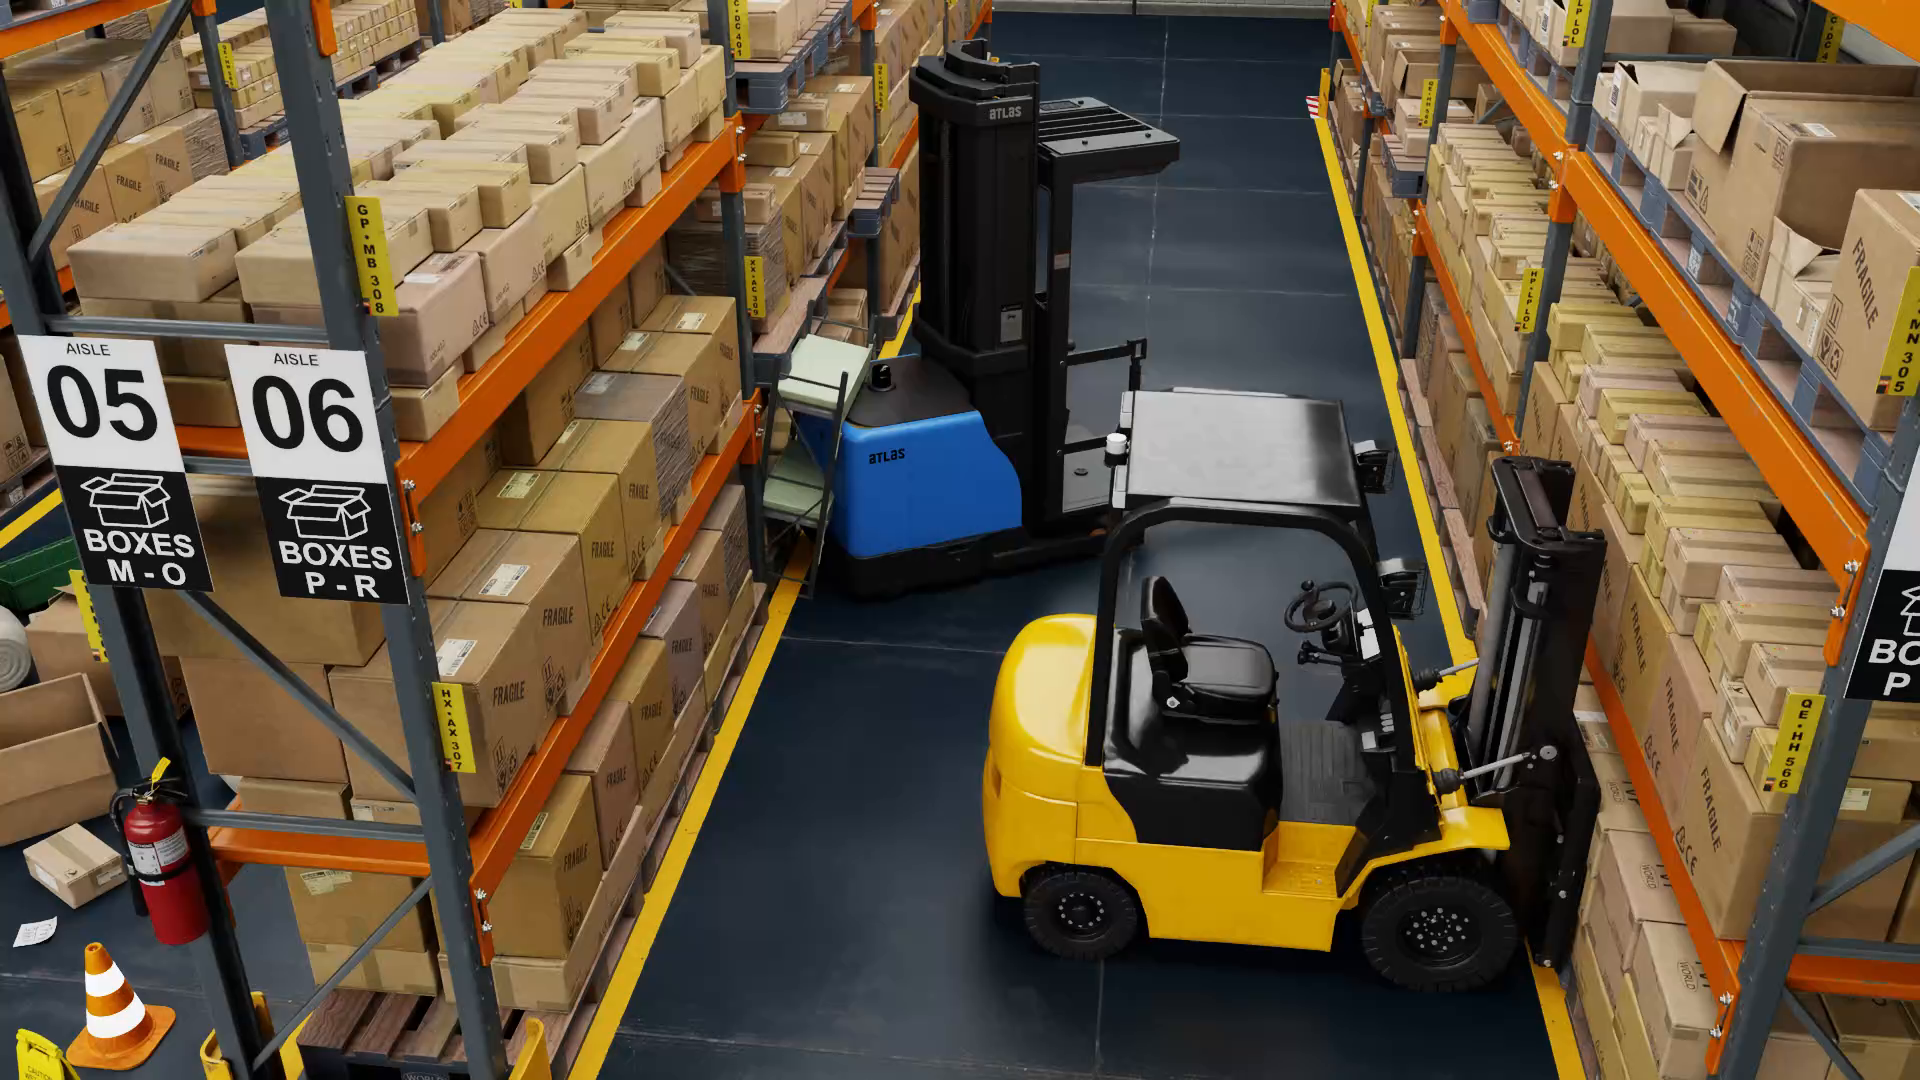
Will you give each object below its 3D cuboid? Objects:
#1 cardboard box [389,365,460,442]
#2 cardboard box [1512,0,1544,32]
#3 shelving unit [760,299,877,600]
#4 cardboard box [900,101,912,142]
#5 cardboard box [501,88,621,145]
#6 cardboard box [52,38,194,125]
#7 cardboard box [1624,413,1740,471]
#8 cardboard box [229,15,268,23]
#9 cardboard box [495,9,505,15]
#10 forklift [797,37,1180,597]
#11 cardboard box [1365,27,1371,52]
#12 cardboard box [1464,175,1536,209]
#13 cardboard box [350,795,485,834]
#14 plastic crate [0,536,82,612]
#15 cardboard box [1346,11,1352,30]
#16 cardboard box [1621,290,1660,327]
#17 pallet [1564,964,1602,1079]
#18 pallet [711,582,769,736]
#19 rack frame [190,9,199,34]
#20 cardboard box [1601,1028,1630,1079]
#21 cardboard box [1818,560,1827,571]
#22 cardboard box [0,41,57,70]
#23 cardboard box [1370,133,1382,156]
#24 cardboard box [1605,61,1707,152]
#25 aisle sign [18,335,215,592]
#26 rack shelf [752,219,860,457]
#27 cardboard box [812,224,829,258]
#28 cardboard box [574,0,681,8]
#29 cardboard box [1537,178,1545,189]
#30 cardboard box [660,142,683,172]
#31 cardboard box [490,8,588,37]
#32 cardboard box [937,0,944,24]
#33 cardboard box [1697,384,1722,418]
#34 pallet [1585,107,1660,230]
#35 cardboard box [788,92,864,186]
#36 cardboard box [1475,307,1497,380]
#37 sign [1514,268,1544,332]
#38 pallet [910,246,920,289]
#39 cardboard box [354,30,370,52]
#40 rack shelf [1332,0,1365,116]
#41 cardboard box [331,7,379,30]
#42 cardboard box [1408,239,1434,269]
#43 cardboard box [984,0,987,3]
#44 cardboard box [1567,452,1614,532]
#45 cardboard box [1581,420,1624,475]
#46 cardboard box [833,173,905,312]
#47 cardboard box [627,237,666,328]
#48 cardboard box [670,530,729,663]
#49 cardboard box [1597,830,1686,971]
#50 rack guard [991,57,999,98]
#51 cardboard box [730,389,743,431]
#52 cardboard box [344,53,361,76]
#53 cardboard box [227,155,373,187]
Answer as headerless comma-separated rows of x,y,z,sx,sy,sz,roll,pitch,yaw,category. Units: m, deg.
-1.731,-0.420,4.969,0.380,0.149,0.250,3,28,6,cardboard box
3.264,-2.895,8.845,0.500,0.311,0.500,2,28,4,cardboard box
-0.855,-0.509,9.520,0.431,1.500,0.755,14,33,2,shelving unit
-0.688,-3.477,13.700,0.500,0.250,0.500,4,29,8,cardboard box
-1.521,-1.619,6.355,0.380,0.149,0.250,4,29,7,cardboard box
-6.103,-3.352,12.150,0.700,0.500,0.500,3,28,6,cardboard box
2.911,-0.386,6.700,0.380,0.149,0.250,3,28,6,cardboard box
-6.211,-4.530,14.691,0.380,0.149,0.250,4,29,8,cardboard box
-5.076,-5.588,17.724,0.380,0.149,0.250,5,29,8,cardboard box
0.573,-1.408,9.773,3.031,2.935,1.130,-12,30,-20,forklift
4.124,-4.753,15.755,0.500,0.250,0.500,4,29,7,cardboard box
3.334,-2.140,10.271,0.380,0.149,0.250,4,29,7,cardboard box
-1.847,0.890,5.700,0.380,0.149,0.250,3,29,6,cardboard box
-5.250,0.175,9.667,0.450,0.188,0.662,9,28,37,plastic crate
4.274,-5.464,17.495,0.380,0.149,0.250,3,28,5,cardboard box
3.579,-1.151,8.435,0.380,0.149,0.250,3,28,5,cardboard box
2.885,2.079,6.168,1.003,0.211,1.213,3,28,6,pallet
-1.651,0.590,8.932,1.003,0.211,1.213,3,28,6,pallet
-9.968,-7.180,20.415,1.000,3.000,0.127,3,28,6,rack frame
2.577,2.000,5.831,0.500,0.250,0.500,4,29,7,cardboard box
3.223,0.120,5.761,0.380,0.149,0.250,4,29,8,cardboard box
-10.298,-4.853,17.892,0.875,0.875,0.875,3,28,6,cardboard box
3.995,-3.651,15.373,0.380,0.149,0.250,5,29,9,cardboard box
2.979,-1.802,6.815,0.500,0.311,0.500,4,29,7,cardboard box
-2.389,-0.205,4.727,0.394,0.787,0.004,3,28,6,aisle sign
-1.358,-1.580,10.779,1.077,0.370,4.000,3,28,6,rack shelf
-1.035,-1.883,10.406,0.380,0.149,0.250,4,29,8,cardboard box
-1.659,-2.895,8.487,0.500,0.250,0.500,4,29,7,cardboard box
3.973,-2.237,10.871,0.500,0.250,0.500,4,29,7,cardboard box
-1.465,-1.764,7.463,0.380,0.149,0.250,4,29,7,cardboard box
-1.966,-2.387,7.780,0.380,0.149,0.250,3,28,5,cardboard box
-0.429,-4.981,15.173,0.500,0.500,0.500,4,29,8,cardboard box
3.502,-0.588,7.390,0.380,0.149,0.250,4,29,7,cardboard box
3.244,-1.547,6.890,1.003,0.211,1.213,3,28,6,pallet
-0.946,-2.724,11.282,0.500,0.500,0.500,3,28,5,cardboard box
3.181,-1.092,9.273,0.500,0.250,0.500,3,28,6,cardboard box
2.784,-1.171,8.123,0.100,0.325,0.005,3,28,6,sign
-0.790,-2.550,14.761,1.003,0.211,1.213,3,28,6,pallet
-5.528,-4.476,14.904,0.380,0.149,0.250,2,28,4,cardboard box
4.549,-5.059,17.237,1.077,0.370,4.000,3,28,6,rack shelf
-5.501,-4.726,15.054,0.380,0.149,0.250,3,28,6,cardboard box
3.622,-2.169,12.622,0.380,0.149,0.250,2,28,4,cardboard box
0.070,-6.406,18.872,0.500,0.500,0.500,4,29,6,cardboard box
2.901,-0.035,7.046,0.500,0.500,0.500,3,28,6,cardboard box
2.851,-0.382,7.007,0.380,0.149,0.250,3,28,6,cardboard box
-0.946,-2.408,13.355,0.875,0.875,0.875,3,28,6,cardboard box
-1.873,-1.376,8.169,0.700,0.500,0.500,3,28,6,cardboard box
-1.470,0.274,8.245,0.500,0.500,0.500,4,29,7,cardboard box
2.637,1.324,6.032,0.500,0.250,0.500,4,29,7,cardboard box
-0.130,-5.515,19.960,1.175,0.500,0.348,3,28,6,rack guard
-1.340,-0.676,8.607,0.380,0.149,0.250,3,28,6,cardboard box
-5.557,-4.224,14.750,0.380,0.149,0.250,5,29,8,cardboard box
-2.180,-1.167,5.515,0.380,0.149,0.250,4,29,7,cardboard box
